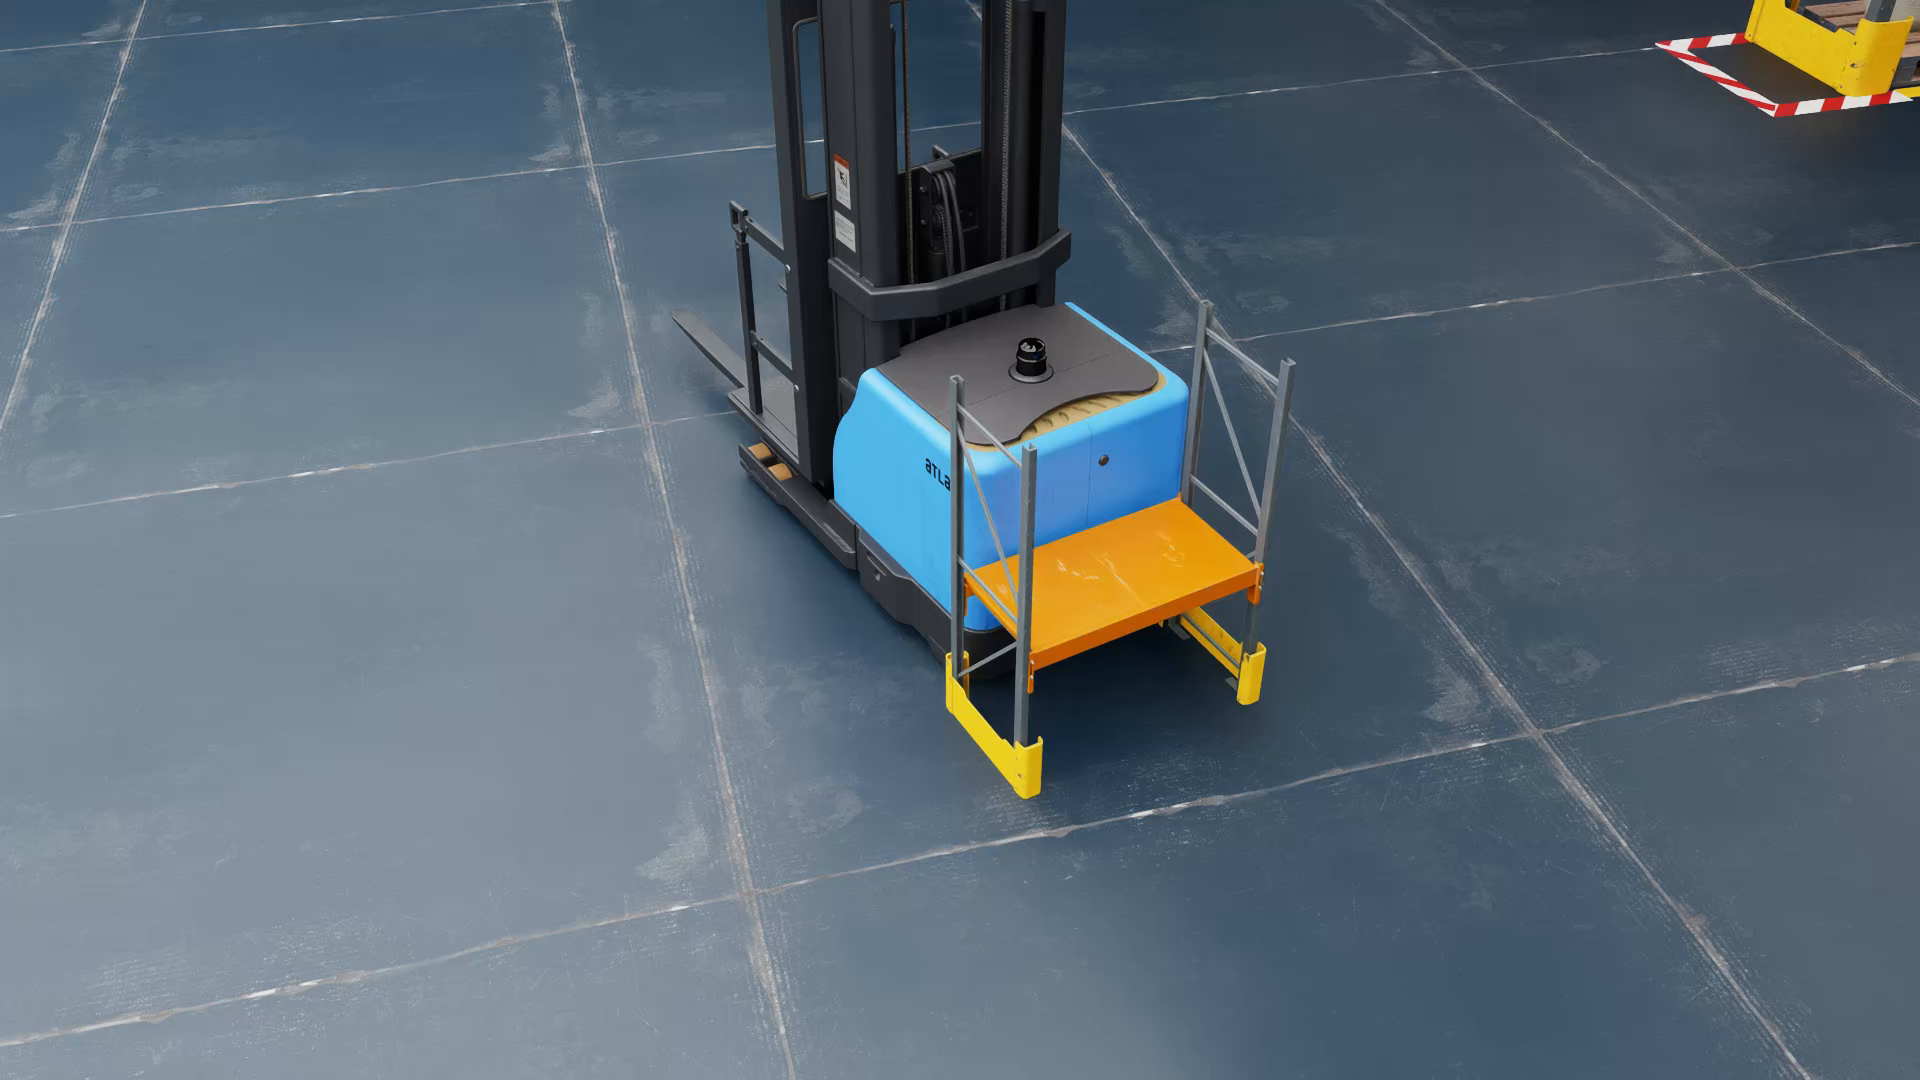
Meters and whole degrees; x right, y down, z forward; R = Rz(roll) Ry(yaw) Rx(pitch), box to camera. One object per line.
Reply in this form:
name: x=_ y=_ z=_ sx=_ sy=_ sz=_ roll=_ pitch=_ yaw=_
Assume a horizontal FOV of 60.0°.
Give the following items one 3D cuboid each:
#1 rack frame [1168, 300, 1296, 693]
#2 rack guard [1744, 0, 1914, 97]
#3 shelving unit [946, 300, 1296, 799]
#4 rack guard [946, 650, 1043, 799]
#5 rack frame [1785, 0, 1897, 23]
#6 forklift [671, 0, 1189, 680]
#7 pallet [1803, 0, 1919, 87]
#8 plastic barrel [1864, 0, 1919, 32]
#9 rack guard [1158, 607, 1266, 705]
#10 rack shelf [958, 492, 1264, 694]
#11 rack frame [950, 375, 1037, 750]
rack frame: x=0.986 y=-0.121 z=6.174 sx=0.032 sy=1.500 sz=0.500 roll=-19 pitch=41 yaw=-23
rack guard: x=5.954 y=-3.523 z=11.445 sx=0.348 sy=0.500 sz=1.175 roll=-9 pitch=38 yaw=-12
shelving unit: x=0.553 y=0.030 z=5.977 sx=1.083 sy=1.500 sz=0.587 roll=-19 pitch=41 yaw=-23
rack guard: x=0.120 y=0.676 z=6.161 sx=0.087 sy=0.250 sz=0.587 roll=-19 pitch=41 yaw=-23
rack frame: x=5.893 y=-4.477 z=10.633 sx=0.127 sy=3.000 sz=1.000 roll=-9 pitch=38 yaw=-12
forklift: x=-0.347 y=-1.484 z=6.778 sx=1.130 sy=2.935 sz=3.031 roll=-22 pitch=42 yaw=-26
pallet: x=6.740 y=-3.534 z=11.697 sx=1.213 sy=0.211 sz=1.003 roll=-9 pitch=38 yaw=-12
plastic barrel: x=6.508 y=-3.804 z=11.457 sx=0.421 sy=0.512 sz=0.421 roll=0 pitch=37 yaw=0
rack guard: x=0.985 y=0.376 z=6.553 sx=0.087 sy=0.250 sz=0.587 roll=-19 pitch=41 yaw=-23
rack shelf: x=0.545 y=0.175 z=6.083 sx=1.000 sy=0.185 sz=0.538 roll=-19 pitch=41 yaw=-23
rack frame: x=0.103 y=0.185 z=5.773 sx=0.032 sy=1.500 sz=0.500 roll=-19 pitch=41 yaw=-23
